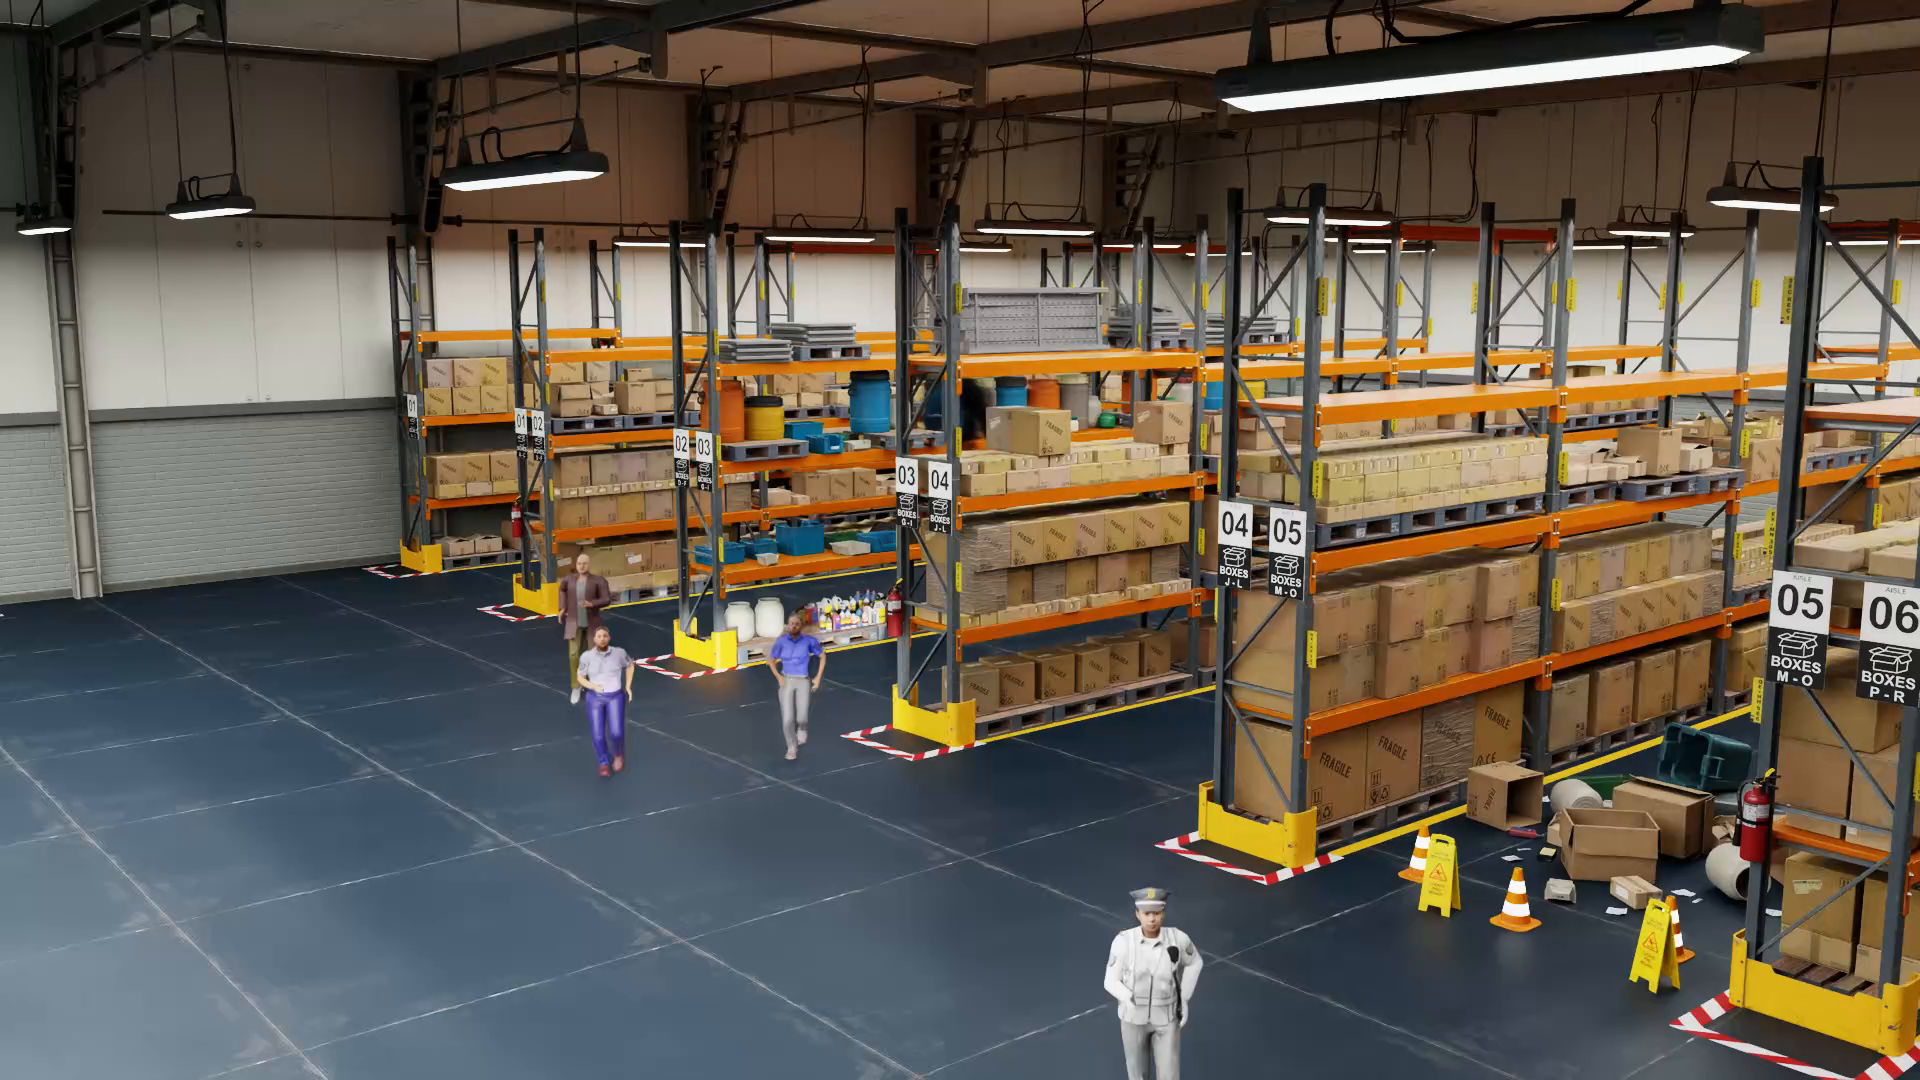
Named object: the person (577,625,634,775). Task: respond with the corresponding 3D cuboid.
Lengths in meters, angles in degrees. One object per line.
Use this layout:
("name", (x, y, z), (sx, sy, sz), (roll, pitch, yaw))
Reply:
("person", (-3.709, 1.706, 17.444), (0.590, 1.598, 0.593), (-2, 9, -10))

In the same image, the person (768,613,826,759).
("person", (-1.788, 1.596, 18.265), (0.623, 1.619, 0.602), (0, 9, -2))

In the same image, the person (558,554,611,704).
("person", (-4.716, 1.083, 20.914), (0.681, 1.836, 0.850), (-1, 9, -6))

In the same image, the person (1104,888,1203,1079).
("person", (1.137, 2.852, 9.799), (0.580, 1.682, 0.659), (1, 9, 7))

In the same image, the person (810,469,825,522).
("person", (-2.770, -0.556, 31.988), (0.520, 1.626, 0.556), (-7, 11, -38))
